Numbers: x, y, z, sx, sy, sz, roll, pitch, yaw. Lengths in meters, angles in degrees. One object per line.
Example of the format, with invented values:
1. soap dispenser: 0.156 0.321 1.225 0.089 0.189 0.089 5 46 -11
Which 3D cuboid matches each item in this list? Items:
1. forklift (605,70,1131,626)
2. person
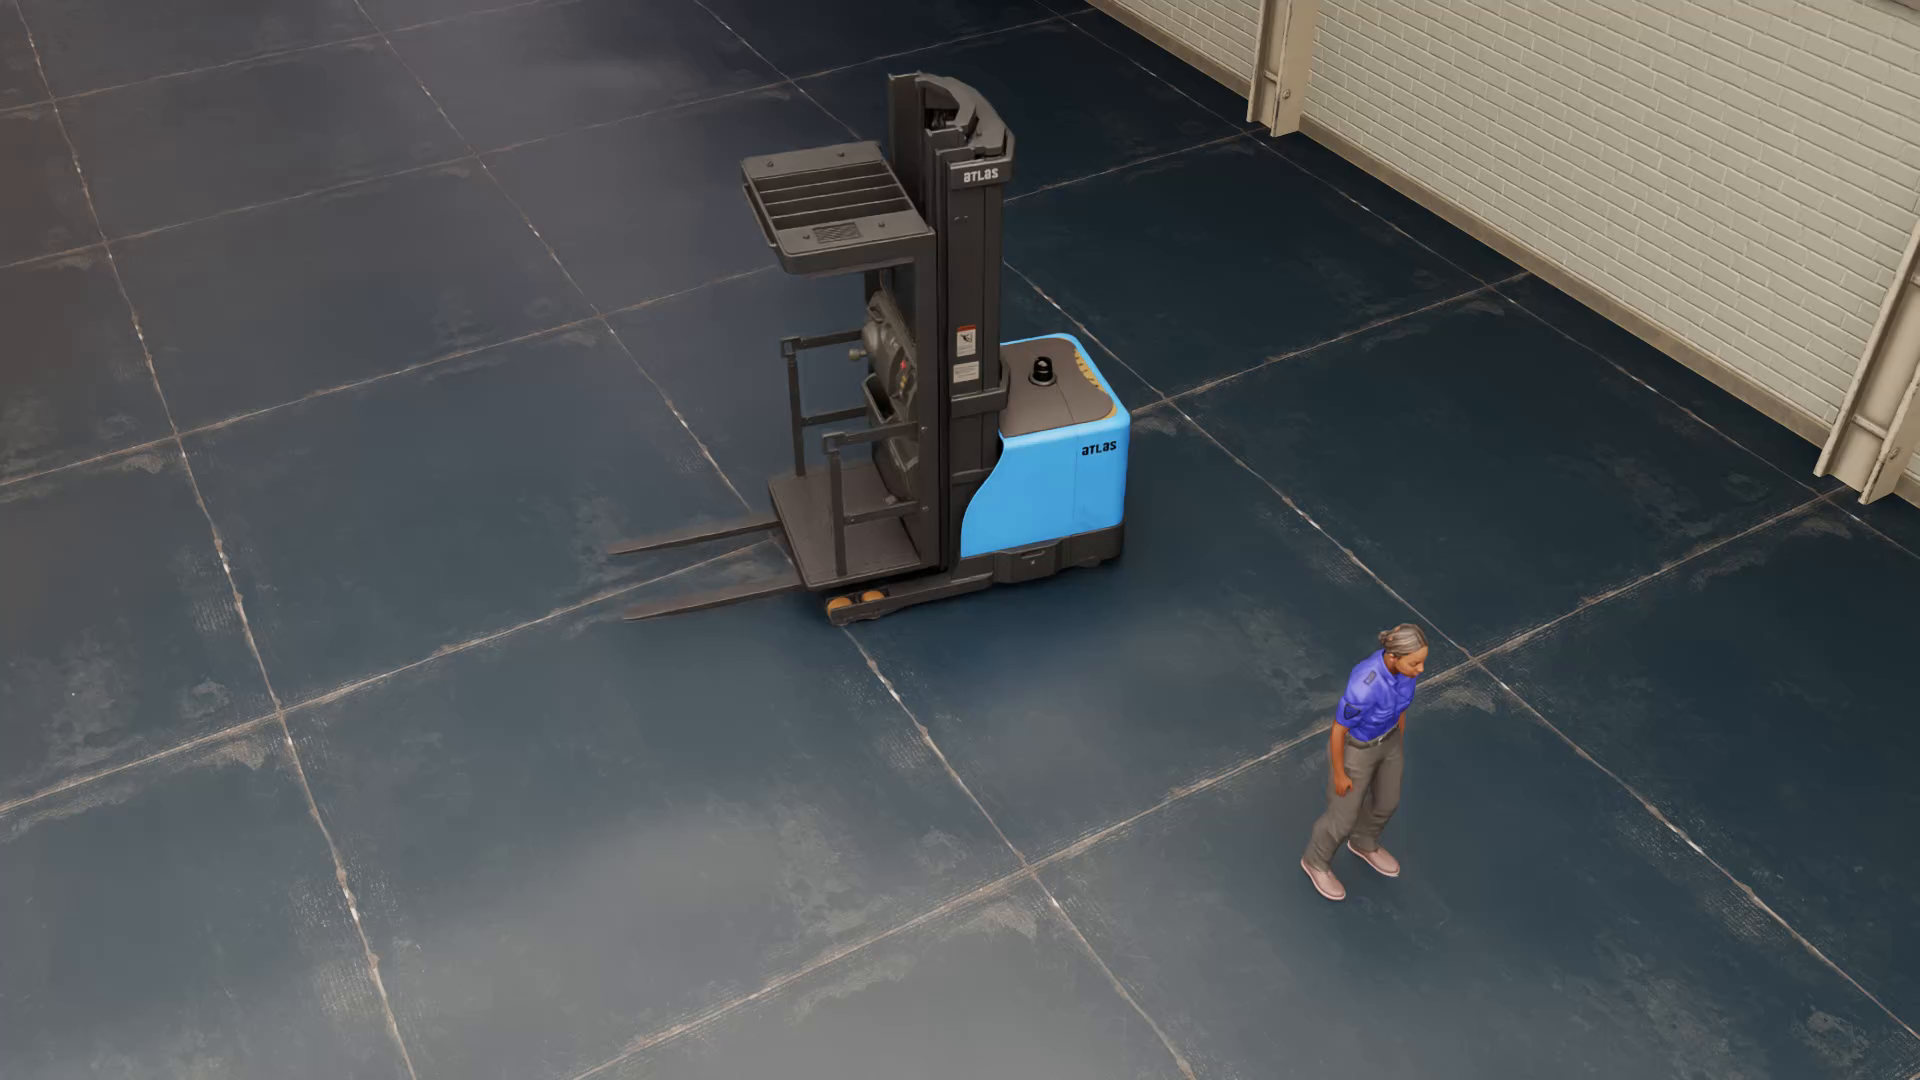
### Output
1. forklift: -0.580 -1.006 9.250 3.031 2.935 1.130 -12 41 -14
2. person: 1.937 1.012 7.826 0.497 1.662 0.375 -25 46 -27
